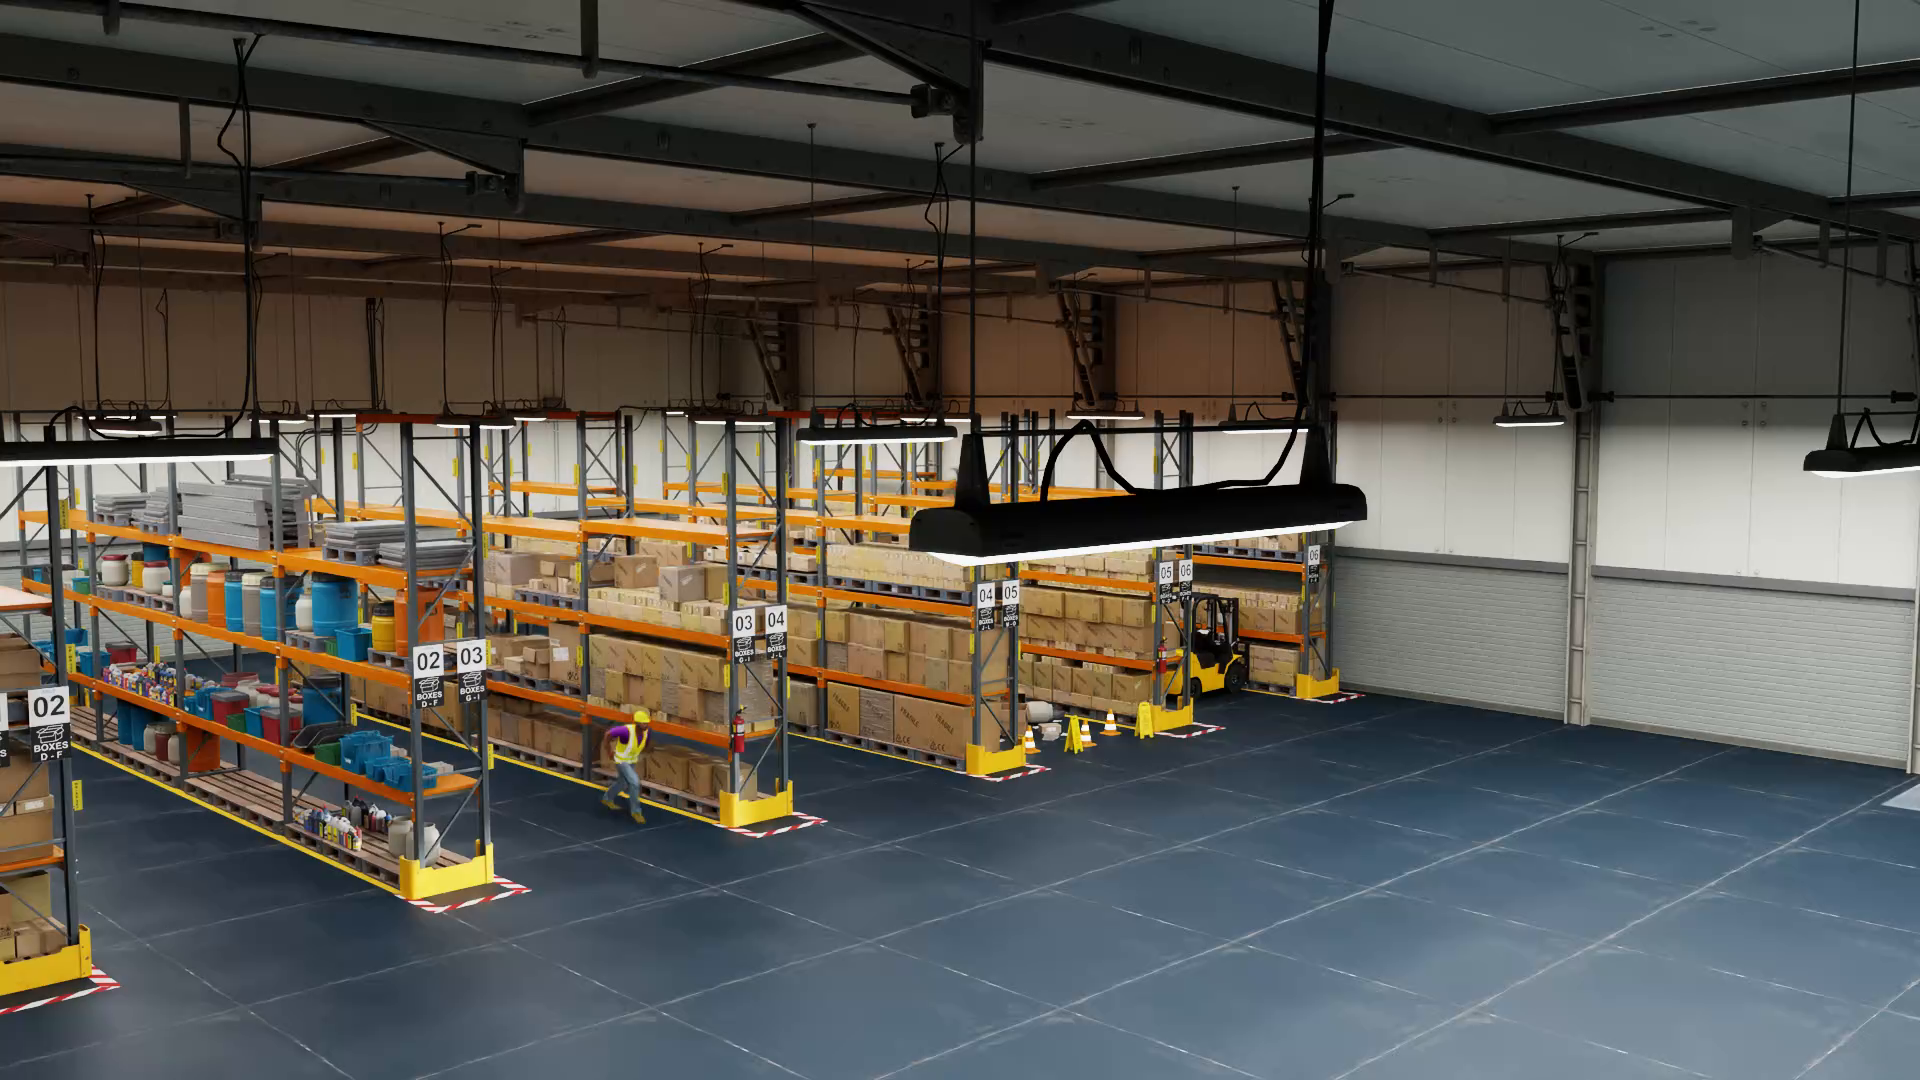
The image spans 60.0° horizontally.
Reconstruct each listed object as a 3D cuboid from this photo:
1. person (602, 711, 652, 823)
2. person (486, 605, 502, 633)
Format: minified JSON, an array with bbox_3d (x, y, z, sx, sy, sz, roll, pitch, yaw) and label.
[{"bbox_3d":[-5.014,3.369,24.853,1.046,1.716,0.747,4,6,36],"label":"person"},{"bbox_3d":[-11.235,1.989,40.255,0.798,1.734,0.749,-4,7,-41],"label":"person"}]
